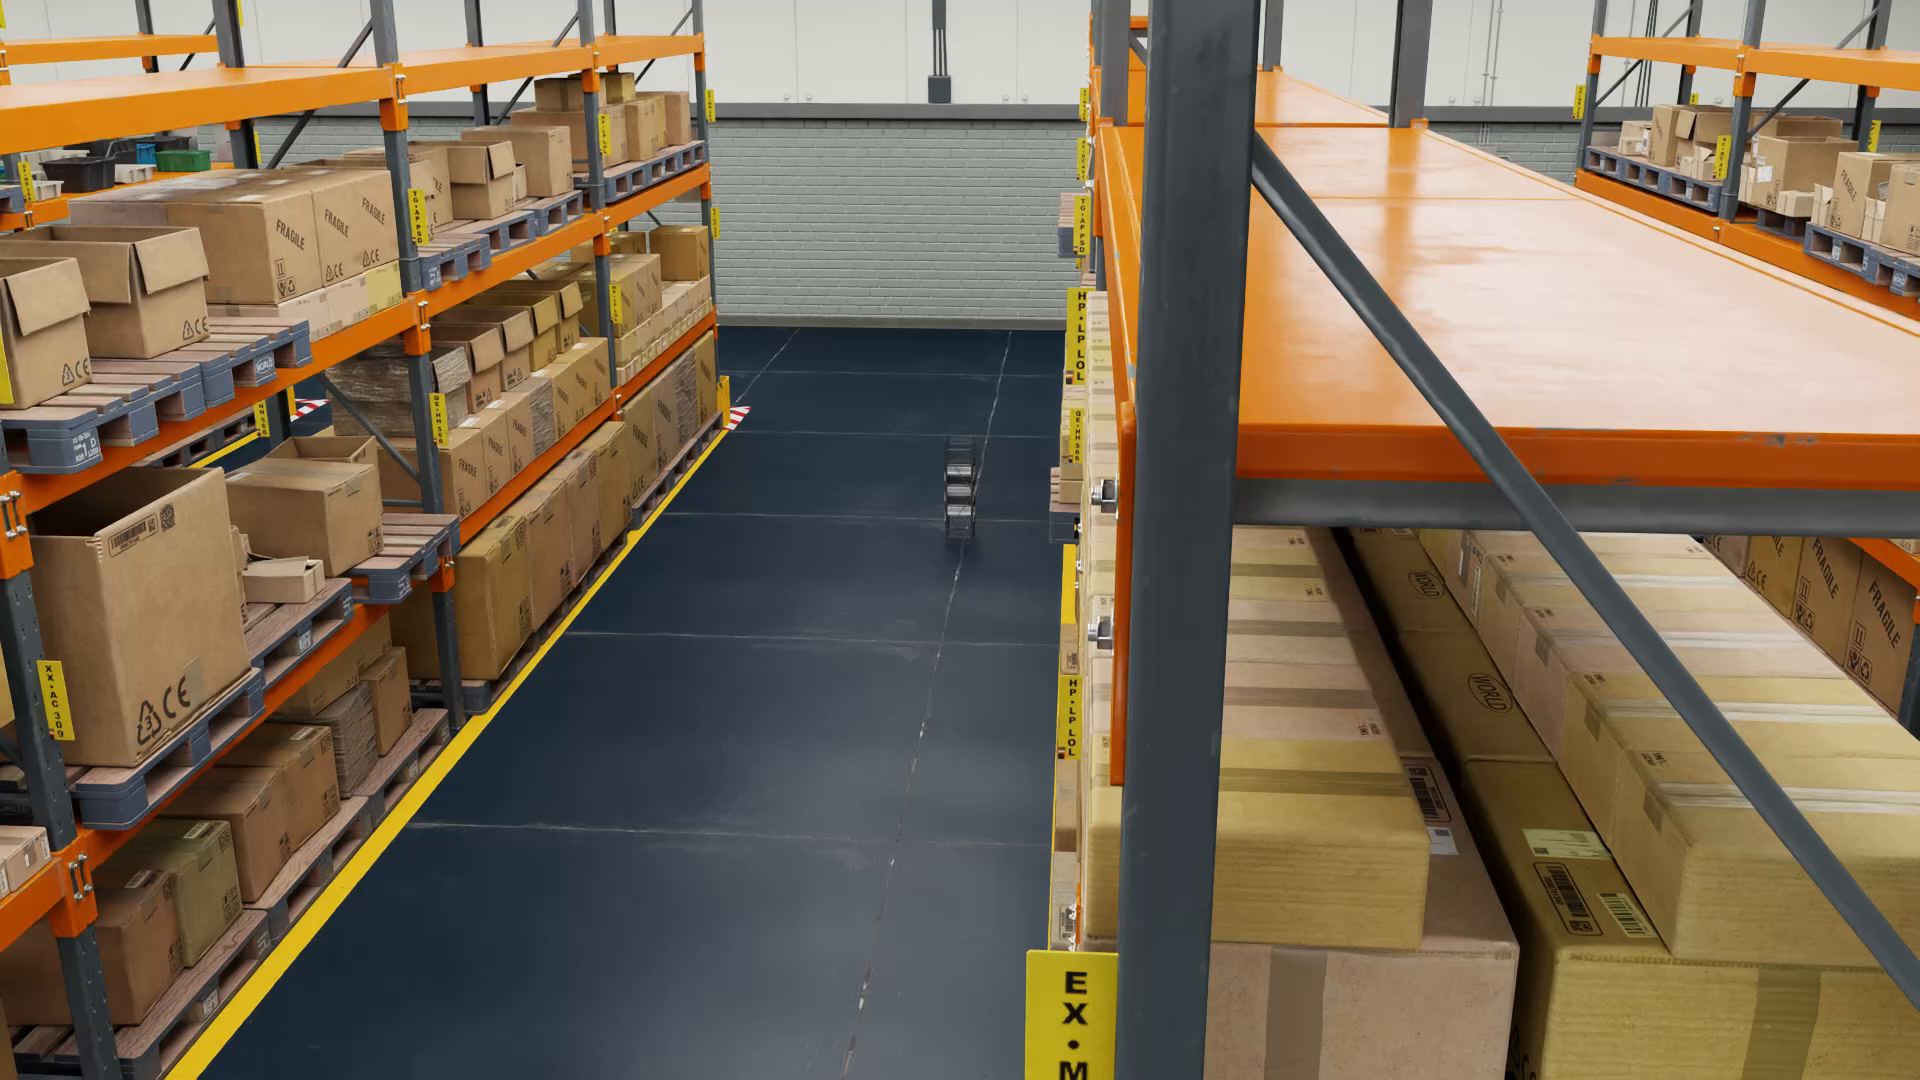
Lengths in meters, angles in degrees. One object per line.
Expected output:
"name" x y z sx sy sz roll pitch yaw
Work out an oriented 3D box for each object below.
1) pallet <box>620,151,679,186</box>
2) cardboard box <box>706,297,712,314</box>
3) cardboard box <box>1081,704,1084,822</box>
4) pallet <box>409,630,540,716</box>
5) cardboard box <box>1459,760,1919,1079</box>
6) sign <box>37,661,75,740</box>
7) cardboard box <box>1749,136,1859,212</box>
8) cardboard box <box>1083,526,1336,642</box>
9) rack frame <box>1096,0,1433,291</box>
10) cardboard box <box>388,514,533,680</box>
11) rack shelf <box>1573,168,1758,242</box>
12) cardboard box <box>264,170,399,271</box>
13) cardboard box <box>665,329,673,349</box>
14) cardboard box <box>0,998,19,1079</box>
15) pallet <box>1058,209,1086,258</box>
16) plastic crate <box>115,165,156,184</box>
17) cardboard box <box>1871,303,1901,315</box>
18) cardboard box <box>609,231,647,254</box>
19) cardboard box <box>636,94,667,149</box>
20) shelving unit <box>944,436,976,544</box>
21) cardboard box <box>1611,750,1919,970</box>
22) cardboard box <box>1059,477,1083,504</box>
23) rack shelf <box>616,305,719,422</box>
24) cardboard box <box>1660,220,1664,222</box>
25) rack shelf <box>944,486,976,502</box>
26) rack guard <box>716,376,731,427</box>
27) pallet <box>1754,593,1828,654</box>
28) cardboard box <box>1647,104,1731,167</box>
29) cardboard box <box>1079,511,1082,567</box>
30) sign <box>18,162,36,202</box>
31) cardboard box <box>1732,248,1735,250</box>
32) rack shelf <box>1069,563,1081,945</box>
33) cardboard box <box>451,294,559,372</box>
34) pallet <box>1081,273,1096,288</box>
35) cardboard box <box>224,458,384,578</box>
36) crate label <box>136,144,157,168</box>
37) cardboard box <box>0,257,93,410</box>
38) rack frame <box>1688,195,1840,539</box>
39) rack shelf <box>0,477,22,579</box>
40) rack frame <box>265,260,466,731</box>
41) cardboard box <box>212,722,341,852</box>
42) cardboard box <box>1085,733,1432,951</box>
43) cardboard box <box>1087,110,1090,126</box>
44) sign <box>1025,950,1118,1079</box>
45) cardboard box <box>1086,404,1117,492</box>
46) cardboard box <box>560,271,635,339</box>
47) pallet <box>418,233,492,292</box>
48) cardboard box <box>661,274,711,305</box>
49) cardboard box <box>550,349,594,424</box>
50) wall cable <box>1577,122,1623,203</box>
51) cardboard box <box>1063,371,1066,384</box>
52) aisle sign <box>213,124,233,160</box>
"pallet" -3.263 -3.485 15.566 1.003 0.211 1.213 1 18 4
"cardboard box" -2.832 -2.475 17.562 0.380 0.149 0.250 2 18 5
"cardboard box" 0.417 0.419 3.078 0.380 0.149 0.250 1 18 3
"pallet" -3.577 0.854 11.477 1.003 0.211 1.213 1 18 4
"cardboard box" 0.949 0.512 2.153 0.500 0.250 0.500 1 18 4
"sign" -3.453 0.613 6.344 0.100 0.325 0.005 1 18 4
"cardboard box" 6.110 -2.654 12.053 0.500 0.500 0.500 1 18 3
"cardboard box" 0.525 0.031 3.623 0.500 0.250 0.500 1 18 4
"rack frame" 0.945 -1.694 5.141 1.000 3.000 0.127 1 18 4
"cardboard box" -3.638 0.369 11.218 1.225 0.875 0.875 0 18 1
"rack shelf" 6.606 -2.953 14.957 1.077 0.370 4.000 1 18 4
"cardboard box" -3.493 -1.784 9.270 0.500 0.500 0.500 2 18 5
"cardboard box" -2.959 -1.919 15.866 0.380 0.149 0.250 1 18 2
"cardboard box" -4.064 2.126 6.456 0.500 0.500 0.500 1 18 2
"pallet" 1.296 -2.152 11.659 1.213 0.211 1.003 1 18 4
"plastic crate" -7.976 -3.476 15.819 0.437 0.136 0.530 1 18 4
"cardboard box" 6.651 -1.466 12.314 0.500 0.500 0.500 2 18 5
"cardboard box" -3.475 -2.840 16.833 0.500 0.500 0.500 1 18 3
"cardboard box" -3.279 -4.097 16.298 0.700 0.500 0.500 1 18 2
"shelving unit" 0.001 -0.430 14.291 0.258 0.900 0.210 1 18 4
"cardboard box" 0.999 0.371 1.945 0.380 0.149 0.250 1 18 5
"cardboard box" 0.808 -0.329 10.339 0.380 0.149 0.250 2 18 5
"rack shelf" -3.278 -1.749 16.099 1.077 0.370 4.000 1 18 4
"cardboard box" 6.995 -3.045 16.089 0.380 0.149 0.250 1 18 3
"rack shelf" 0.001 -0.398 14.301 0.258 0.077 0.200 1 18 4
"rack guard" -3.133 -1.532 18.295 1.175 0.500 0.348 1 18 4
"pallet" 6.398 0.698 11.955 1.003 0.211 1.213 1 18 4
"cardboard box" 6.455 -3.588 14.744 0.500 0.500 0.500 2 18 5
"cardboard box" 0.896 0.158 8.962 0.500 0.500 0.500 1 18 3
"sign" -7.813 -2.997 13.921 0.100 0.325 0.005 1 18 4
"cardboard box" 6.802 -2.408 14.146 0.380 0.149 0.250 1 18 4
"rack shelf" 1.088 0.878 8.083 1.077 0.370 4.000 1 18 4
"cardboard box" -3.520 -1.583 12.664 0.797 0.503 0.637 1 18 5
"pallet" 1.238 -1.220 8.815 1.213 0.211 1.003 2 18 6
"cardboard box" -3.648 -0.130 9.169 0.700 0.500 0.500 4 19 12
"crate label" -8.464 -3.898 16.924 0.408 0.251 0.502 1 18 4
"cardboard box" -3.863 -0.803 6.399 0.797 0.503 0.637 0 18 1
"rack frame" 6.463 -1.249 13.416 1.000 3.000 0.127 1 18 4
"rack shelf" -4.139 0.552 4.258 1.077 0.370 4.000 1 18 4
"rack frame" -3.708 -0.228 10.300 1.000 3.000 0.127 1 18 4
"cardboard box" -3.797 1.309 8.920 0.700 0.500 0.500 3 18 9
"cardboard box" 0.344 0.355 1.993 0.380 0.149 0.250 1 18 4
"cardboard box" 1.408 -4.019 15.851 0.380 0.149 0.250 2 18 5
"sign" 0.118 0.574 1.741 0.100 0.325 0.005 1 18 4
"cardboard box" 0.471 -0.197 3.678 0.380 0.149 0.250 1 18 4
"cardboard box" -3.132 -2.039 14.388 0.500 0.500 0.500 1 18 4
"pallet" -3.715 -1.764 10.476 1.213 0.211 1.003 2 18 6
"cardboard box" -2.905 -2.626 17.382 0.500 0.250 0.500 1 18 3
"cardboard box" -3.225 -1.212 13.146 0.500 0.500 0.500 2 18 6
"wall cable" 8.546 -4.697 22.310 0.588 1.984 0.122 1 18 4
"cardboard box" 0.924 -1.093 11.715 0.380 0.149 0.250 2 18 6
"aisle sign" -7.778 -4.074 17.864 0.394 0.787 0.004 1 18 4
